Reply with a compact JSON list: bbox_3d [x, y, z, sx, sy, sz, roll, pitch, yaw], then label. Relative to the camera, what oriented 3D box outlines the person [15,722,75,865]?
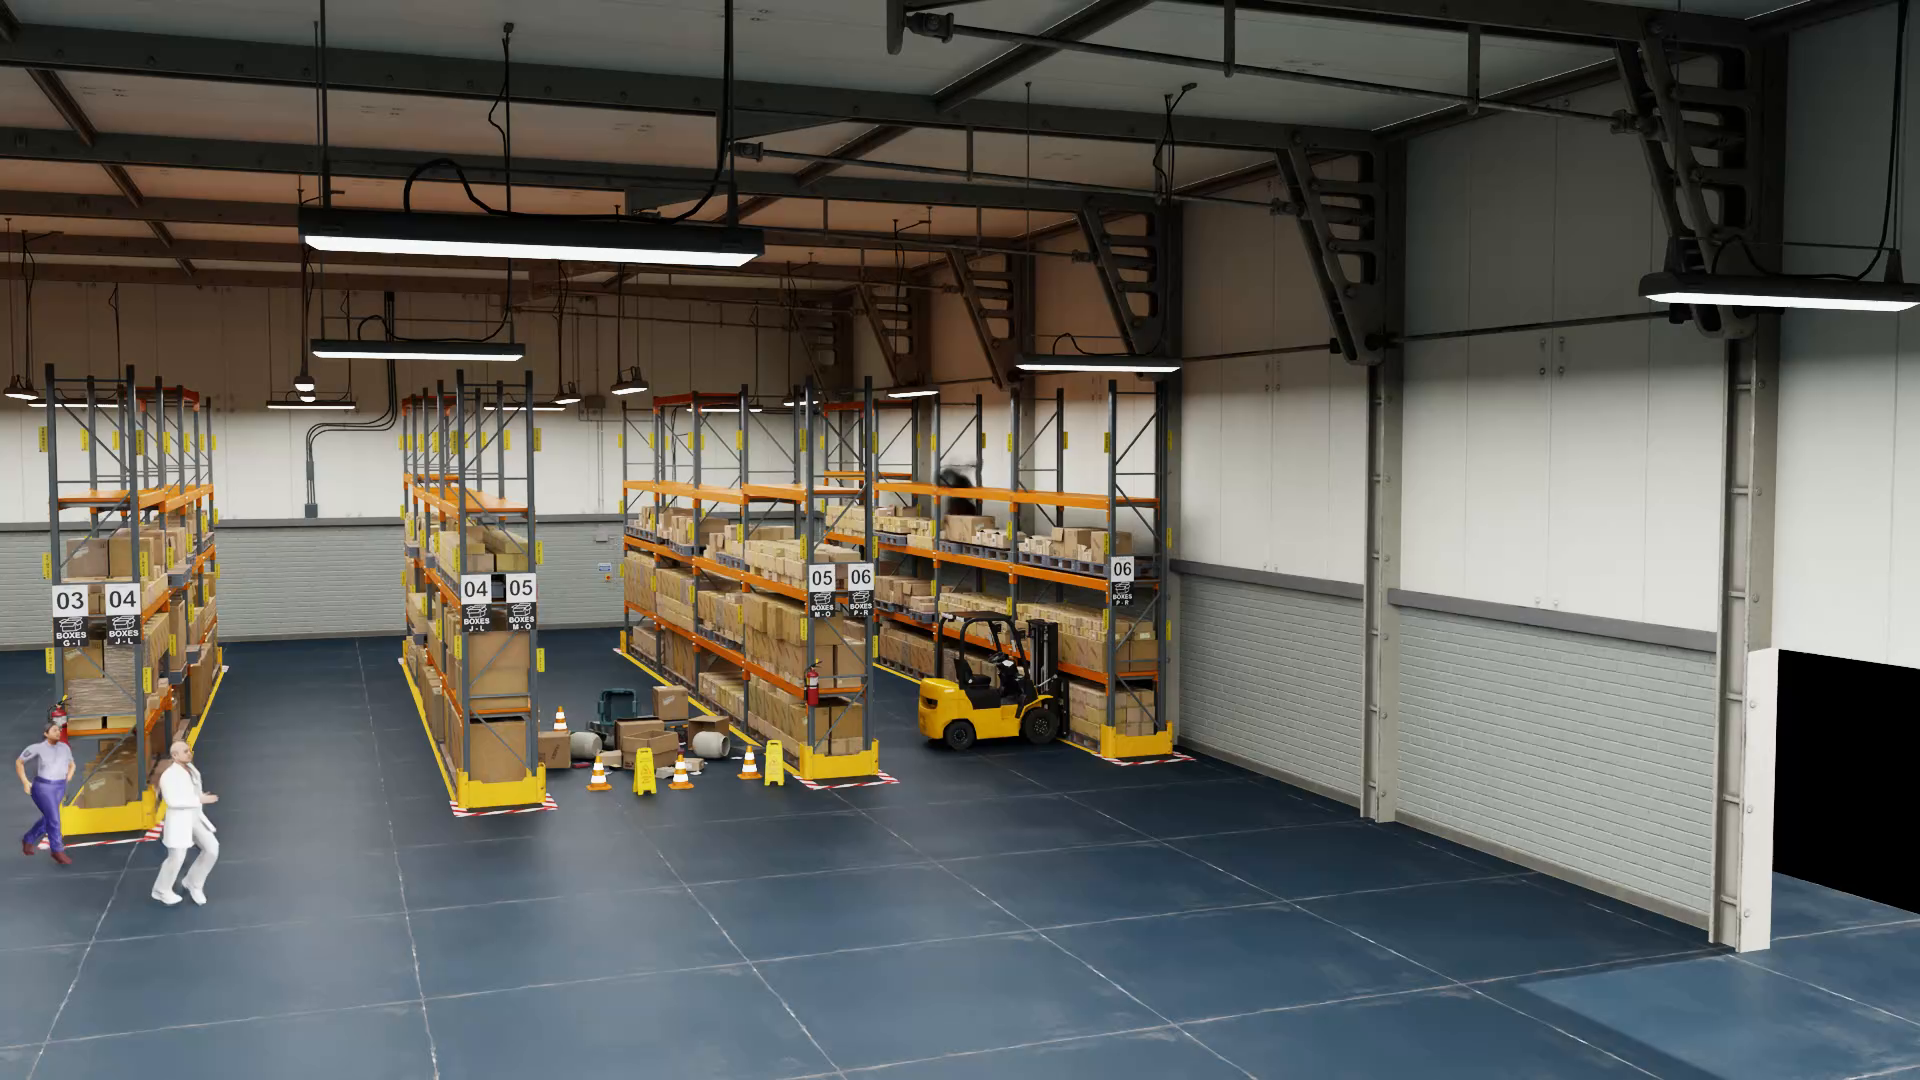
[{"bbox_3d":[-10.905,3.019,19.993,0.865,1.641,0.606,1,4,23],"label":"person"}]

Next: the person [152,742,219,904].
[{"bbox_3d":[-8.362,3.071,17.984,0.800,1.803,0.689,1,3,14],"label":"person"}]
